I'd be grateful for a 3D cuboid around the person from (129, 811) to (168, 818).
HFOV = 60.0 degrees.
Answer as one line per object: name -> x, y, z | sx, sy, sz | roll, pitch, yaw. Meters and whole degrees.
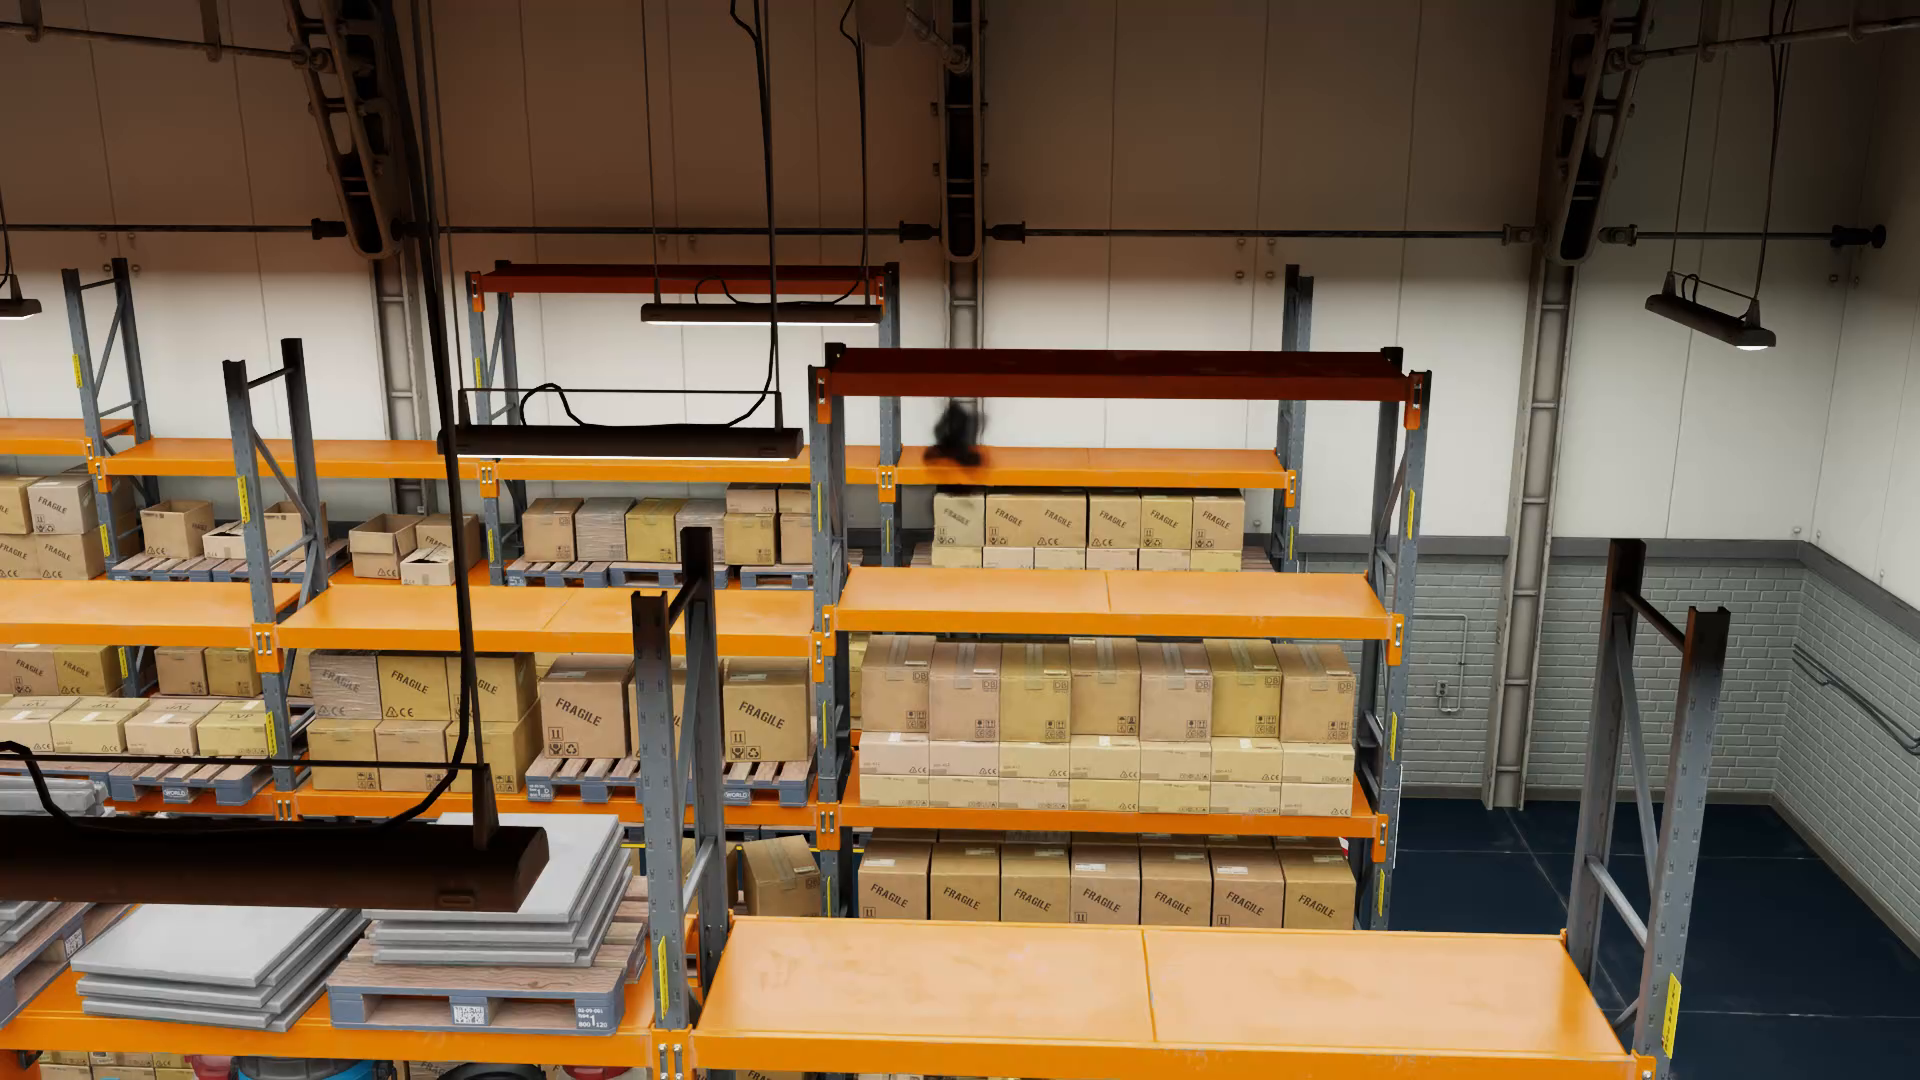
person -> -7.260, 3.053, 15.152 | 0.856, 1.680, 0.641 | 0, 16, -1
